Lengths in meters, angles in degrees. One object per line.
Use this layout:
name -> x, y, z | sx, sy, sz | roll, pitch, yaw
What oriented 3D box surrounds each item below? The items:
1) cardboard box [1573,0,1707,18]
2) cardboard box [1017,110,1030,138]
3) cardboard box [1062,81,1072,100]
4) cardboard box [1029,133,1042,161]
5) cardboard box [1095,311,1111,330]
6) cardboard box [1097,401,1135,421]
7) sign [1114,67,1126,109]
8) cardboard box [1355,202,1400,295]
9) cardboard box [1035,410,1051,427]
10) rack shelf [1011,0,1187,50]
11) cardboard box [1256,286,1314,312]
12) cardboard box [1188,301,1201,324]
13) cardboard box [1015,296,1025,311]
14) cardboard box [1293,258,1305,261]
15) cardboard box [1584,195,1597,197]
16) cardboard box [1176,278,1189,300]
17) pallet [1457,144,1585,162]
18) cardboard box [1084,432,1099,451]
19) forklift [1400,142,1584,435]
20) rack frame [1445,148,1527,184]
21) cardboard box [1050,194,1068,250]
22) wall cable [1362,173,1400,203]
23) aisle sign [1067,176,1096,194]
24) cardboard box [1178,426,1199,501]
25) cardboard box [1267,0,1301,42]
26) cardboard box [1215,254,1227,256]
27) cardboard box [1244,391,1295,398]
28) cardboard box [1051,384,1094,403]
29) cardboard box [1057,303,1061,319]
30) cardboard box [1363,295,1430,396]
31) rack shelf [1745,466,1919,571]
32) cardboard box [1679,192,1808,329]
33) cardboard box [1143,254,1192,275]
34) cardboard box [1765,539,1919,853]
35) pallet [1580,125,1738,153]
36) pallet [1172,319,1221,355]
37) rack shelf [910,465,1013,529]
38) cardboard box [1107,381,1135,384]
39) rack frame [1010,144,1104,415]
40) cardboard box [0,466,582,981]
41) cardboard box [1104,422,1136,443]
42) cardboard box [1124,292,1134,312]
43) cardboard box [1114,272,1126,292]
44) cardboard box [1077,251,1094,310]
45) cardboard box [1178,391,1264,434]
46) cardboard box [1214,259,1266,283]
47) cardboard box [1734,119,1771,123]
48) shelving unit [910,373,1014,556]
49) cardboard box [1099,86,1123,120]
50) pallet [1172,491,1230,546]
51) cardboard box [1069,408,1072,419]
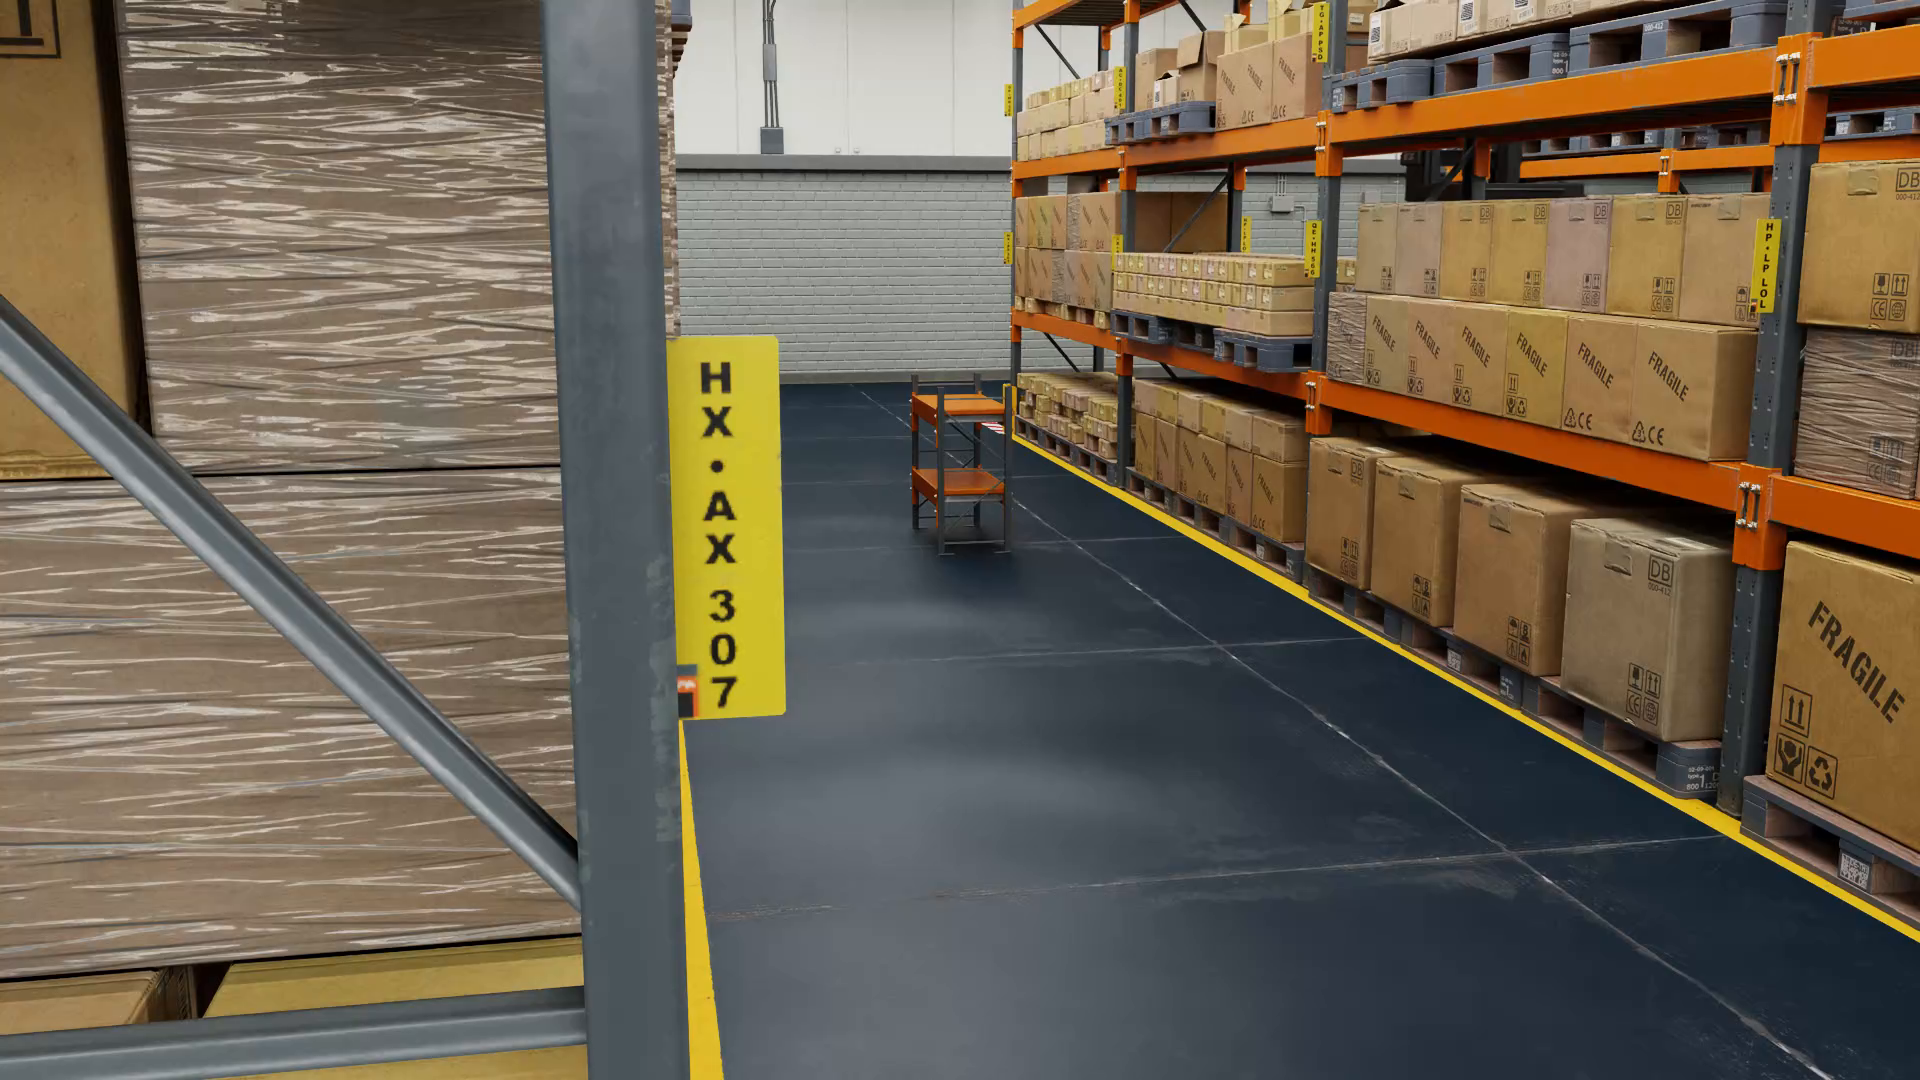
cardboard box -> 2.919, -2.332, 6.914 | 0.500, 0.250, 0.500 | -2, 11, -11
cardboard box -> 0.873, -4.213, 16.849 | 0.500, 0.250, 0.500 | -2, 11, -10
cardboard box -> 1.144, -4.096, 15.170 | 0.380, 0.149, 0.250 | -2, 11, -12
cardboard box -> 0.976, -3.870, 16.388 | 0.500, 0.250, 0.500 | -2, 11, -9
cardboard box -> 1.377, -1.889, 14.271 | 0.380, 0.149, 0.250 | -2, 11, -13
cardboard box -> 1.406, -1.125, 14.493 | 0.380, 0.149, 0.250 | -2, 11, -10
sign -> 1.288, -3.632, 13.350 | 0.100, 0.325, 0.005 | -2, 11, -11
cardboard box -> 2.674, -1.649, 9.398 | 0.700, 0.500, 0.500 | -2, 11, -11
cardboard box -> 0.957, -1.216, 16.563 | 0.380, 0.149, 0.250 | -2, 11, -10
rack shelf -> 1.430, -4.884, 15.223 | 1.077, 0.370, 4.000 | -2, 11, -11
cardboard box -> 2.054, -1.495, 10.281 | 0.380, 0.149, 0.250 | -2, 11, -10
cardboard box -> 1.806, -1.584, 11.544 | 0.380, 0.149, 0.250 | -2, 11, -9
cardboard box -> 0.782, -2.464, 17.293 | 0.380, 0.149, 0.250 | -2, 11, -11
cardboard box -> 2.493, -1.851, 11.357 | 0.380, 0.149, 0.250 | -2, 11, -8
cardboard box -> 6.148, -3.217, 15.897 | 0.380, 0.149, 0.250 | -2, 11, -11
cardboard box -> 1.751, -1.779, 11.772 | 0.380, 0.149, 0.250 | -2, 11, -12
pallet -> 6.031, -4.152, 17.702 | 1.003, 0.211, 1.213 | -2, 11, -11
cardboard box -> 1.325, -0.887, 14.838 | 0.380, 0.149, 0.250 | -2, 11, -13
forklift -> 4.254, -1.827, 13.458 | 1.130, 2.935, 3.031 | -2, 11, -10
rack frame -> 5.877, -2.857, 18.687 | 1.000, 3.000, 0.127 | -2, 11, -11
cardboard box -> 1.154, -2.972, 15.549 | 0.500, 0.500, 0.500 | -2, 11, -13
wall cable -> 6.146, -4.444, 24.303 | 0.588, 1.984, 0.122 | -2, 11, -11
aisle sign -> 1.321, -3.960, 17.529 | 0.394, 0.787, 0.004 | -2, 11, -11
cardboard box -> 1.922, -0.566, 12.210 | 0.500, 0.500, 0.500 | -2, 11, -10
cardboard box -> 2.149, -3.249, 10.405 | 0.396, 0.266, 0.258 | -2, 11, -11
cardboard box -> 2.190, -2.137, 12.861 | 0.380, 0.149, 0.250 | -2, 11, -13
cardboard box -> 2.415, -0.953, 12.240 | 0.500, 0.250, 0.500 | -3, 11, -14
cardboard box -> 1.085, -1.408, 15.982 | 0.380, 0.149, 0.250 | -2, 11, -10
cardboard box -> 1.136, -2.180, 15.799 | 0.380, 0.149, 0.250 | -2, 11, -9
cardboard box -> 2.521, -1.056, 8.952 | 0.500, 0.500, 0.500 | -2, 11, -12
rack shelf -> 3.764, 0.262, 4.221 | 1.077, 0.370, 4.000 | -2, 11, -11
cardboard box -> 3.273, -1.089, 6.455 | 0.700, 0.500, 0.500 | -2, 11, -12
cardboard box -> 1.598, -2.068, 12.495 | 0.380, 0.149, 0.250 | -2, 11, -12
cardboard box -> 3.429, 0.497, 5.621 | 0.875, 0.875, 0.875 | -2, 11, -10
pallet -> 6.506, -3.704, 15.351 | 1.003, 0.211, 1.213 | -2, 11, -11
pallet -> 2.172, -1.459, 11.853 | 1.003, 0.211, 1.213 | -2, 11, -11
rack shelf -> -0.001, -0.314, 11.644 | 0.538, 0.278, 1.000 | -2, 11, -11
cardboard box -> 1.655, -1.481, 16.366 | 0.380, 0.149, 0.250 | -2, 11, -9
rack frame -> 1.041, -2.659, 17.644 | 1.000, 3.000, 0.127 | -2, 11, -11
cardboard box -> -0.812, 0.140, 1.874 | 0.875, 0.500, 0.500 | -2, 11, -11
cardboard box -> 1.446, -0.923, 14.232 | 0.380, 0.149, 0.250 | -2, 11, -10
cardboard box -> 1.504, -1.869, 13.040 | 0.380, 0.149, 0.250 | -2, 11, -10
cardboard box -> 1.444, -2.065, 13.279 | 0.380, 0.149, 0.250 | -2, 11, -10
cardboard box -> 1.348, -2.294, 14.665 | 0.500, 0.500, 0.500 | -2, 11, -13
cardboard box -> 1.904, -0.936, 12.146 | 0.500, 0.250, 0.500 | -2, 11, -9
cardboard box -> 1.899, -1.783, 11.000 | 0.380, 0.149, 0.250 | -2, 11, -9
cardboard box -> 6.542, -3.681, 13.599 | 0.500, 0.500, 0.500 | -2, 11, -12
shelving unit -> -0.001, -0.554, 11.598 | 0.538, 1.125, 1.048 | -2, 11, -11
cardboard box -> 1.480, -3.646, 13.873 | 0.500, 0.250, 0.500 | -3, 11, -14
pallet -> 2.212, -0.189, 12.122 | 1.003, 0.211, 1.213 | -2, 11, -11
cardboard box -> 1.248, -1.217, 15.775 | 0.380, 0.149, 0.250 | -2, 11, -8
